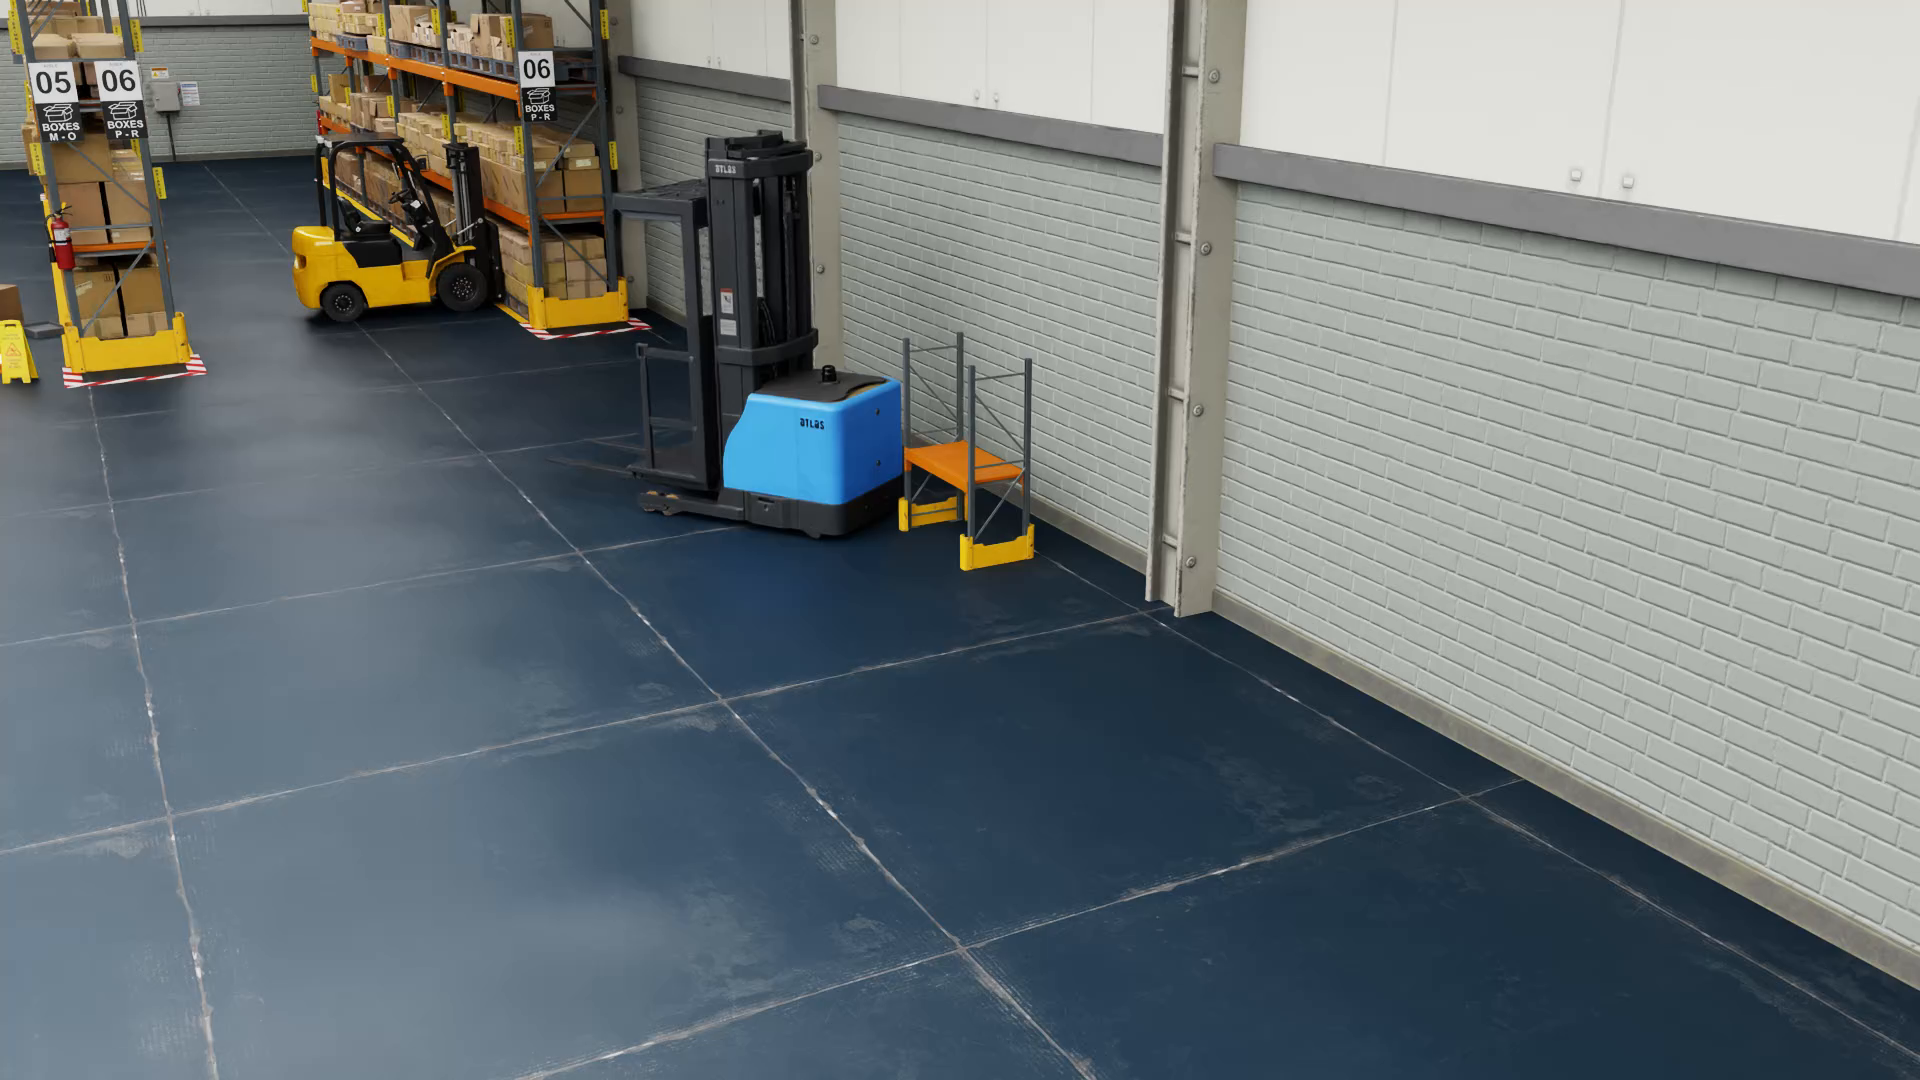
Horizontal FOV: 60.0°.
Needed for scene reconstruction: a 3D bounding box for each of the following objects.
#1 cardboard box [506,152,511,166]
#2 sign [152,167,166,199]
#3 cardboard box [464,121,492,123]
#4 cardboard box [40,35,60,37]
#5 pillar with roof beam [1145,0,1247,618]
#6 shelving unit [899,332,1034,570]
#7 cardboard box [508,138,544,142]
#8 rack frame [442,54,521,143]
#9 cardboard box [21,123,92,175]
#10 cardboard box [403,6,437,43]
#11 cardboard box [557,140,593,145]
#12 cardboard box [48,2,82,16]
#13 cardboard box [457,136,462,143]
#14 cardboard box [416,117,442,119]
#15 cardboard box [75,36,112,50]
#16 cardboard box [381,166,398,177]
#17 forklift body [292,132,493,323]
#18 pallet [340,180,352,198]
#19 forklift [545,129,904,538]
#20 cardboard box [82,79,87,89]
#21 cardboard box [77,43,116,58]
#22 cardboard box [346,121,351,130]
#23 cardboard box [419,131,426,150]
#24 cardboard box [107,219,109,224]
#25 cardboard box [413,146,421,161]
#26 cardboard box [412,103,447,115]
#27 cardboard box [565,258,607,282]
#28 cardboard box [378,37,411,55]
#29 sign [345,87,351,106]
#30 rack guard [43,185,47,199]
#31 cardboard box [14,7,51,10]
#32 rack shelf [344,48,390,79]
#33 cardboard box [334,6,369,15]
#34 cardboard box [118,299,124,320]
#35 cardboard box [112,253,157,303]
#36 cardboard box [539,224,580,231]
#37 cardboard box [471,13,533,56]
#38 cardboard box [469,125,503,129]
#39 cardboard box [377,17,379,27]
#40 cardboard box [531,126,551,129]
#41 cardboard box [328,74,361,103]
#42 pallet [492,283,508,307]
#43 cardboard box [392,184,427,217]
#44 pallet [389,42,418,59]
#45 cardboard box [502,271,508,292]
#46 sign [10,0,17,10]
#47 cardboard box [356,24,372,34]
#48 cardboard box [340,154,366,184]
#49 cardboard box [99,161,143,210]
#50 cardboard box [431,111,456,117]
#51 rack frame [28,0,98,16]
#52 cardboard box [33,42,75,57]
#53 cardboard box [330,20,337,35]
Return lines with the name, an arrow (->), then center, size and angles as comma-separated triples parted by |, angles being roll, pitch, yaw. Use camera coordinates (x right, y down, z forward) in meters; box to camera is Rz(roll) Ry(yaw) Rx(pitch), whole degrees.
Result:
cardboard box -> -5.394, -4.720, 20.563 | 0.380, 0.149, 0.250 | -10, 21, -27
sign -> -8.548, -3.808, 17.740 | 0.100, 0.325, 0.005 | -10, 21, -27
cardboard box -> -7.095, -6.095, 24.548 | 0.380, 0.149, 0.250 | -10, 21, -27
cardboard box -> -10.796, -5.850, 19.552 | 0.380, 0.149, 0.250 | -11, 22, -28
pillar with roof beam -> -2.286, -3.148, 7.959 | 9.100, 9.000, 0.400 | -10, 21, -27
shelving unit -> 0.036, -0.687, 12.323 | 0.587, 1.500, 1.083 | -10, 21, -27
cardboard box -> -5.359, -4.869, 20.539 | 0.380, 0.149, 0.250 | -10, 21, -26
rack frame -> -6.558, -5.232, 23.197 | 1.000, 3.000, 0.127 | -10, 21, -27
cardboard box -> -10.026, -4.365, 18.539 | 0.700, 0.500, 0.500 | -10, 22, -27
cardboard box -> -7.845, -7.554, 24.375 | 0.500, 0.500, 0.500 | -9, 21, -25
cardboard box -> -4.701, -4.794, 20.323 | 0.380, 0.149, 0.250 | -9, 21, -25
cardboard box -> -14.818, -8.671, 27.614 | 0.500, 0.500, 0.500 | -10, 21, -26
cardboard box -> -6.638, -5.454, 22.691 | 0.380, 0.149, 0.250 | -10, 22, -28
cardboard box -> -8.012, -6.311, 25.174 | 0.380, 0.149, 0.250 | -10, 21, -26
cardboard box -> -10.074, -5.785, 19.362 | 0.380, 0.149, 0.250 | -10, 22, -28
cardboard box -> -9.745, -6.343, 28.609 | 0.380, 0.149, 0.250 | -9, 21, -25
forklift body -> -7.164, -3.945, 20.766 | 2.313, 2.155, 1.214 | -10, 21, -27
pallet -> -11.265, -6.759, 31.895 | 1.003, 0.211, 1.213 | -10, 21, -27
forklift -> -1.988, -1.720, 13.122 | 3.031, 2.935, 1.130 | 10, 21, 26
cardboard box -> -9.856, -5.260, 19.063 | 0.380, 0.149, 0.250 | -10, 22, -27
cardboard box -> -9.148, -5.194, 17.649 | 0.380, 0.149, 0.250 | -10, 21, -27
cardboard box -> -11.018, -7.605, 30.457 | 0.380, 0.149, 0.250 | -9, 21, -25
cardboard box -> -7.727, -5.941, 24.714 | 0.500, 0.250, 0.500 | -10, 21, -26
cardboard box -> -9.602, -3.700, 19.140 | 0.380, 0.149, 0.250 | -9, 21, -25
cardboard box -> -7.976, -5.853, 25.224 | 0.500, 0.250, 0.500 | -11, 22, -28
cardboard box -> -8.564, -6.799, 26.938 | 0.500, 0.500, 0.500 | -9, 21, -24
cardboard box -> -4.699, -3.386, 20.652 | 0.500, 0.250, 0.500 | -10, 21, -26
cardboard box -> -8.915, -7.838, 26.378 | 0.500, 0.250, 0.500 | -11, 22, -28
sign -> -10.831, -7.852, 29.461 | 0.100, 0.325, 0.005 | -10, 21, -27
rack guard -> -16.634, -6.733, 31.376 | 1.175, 0.500, 0.348 | -10, 21, -27
cardboard box -> -14.560, -8.125, 26.183 | 0.500, 0.500, 0.500 | -10, 22, -28
rack shelf -> -9.407, -8.033, 27.816 | 1.077, 0.370, 4.000 | -10, 21, -27
cardboard box -> -10.808, -9.361, 29.569 | 0.500, 0.250, 0.500 | -10, 21, -27
cardboard box -> -9.671, -2.790, 19.689 | 0.500, 0.250, 0.500 | -8, 21, -23
cardboard box -> -9.429, -2.998, 19.143 | 0.500, 0.500, 0.500 | -11, 22, -29
cardboard box -> -5.189, -3.911, 21.406 | 0.500, 0.250, 0.500 | -10, 21, -27
cardboard box -> -5.726, -6.369, 20.938 | 0.797, 0.503, 0.637 | -9, 21, -25
cardboard box -> -6.335, -5.457, 22.243 | 0.380, 0.149, 0.250 | -10, 22, -28
cardboard box -> -9.084, -8.270, 26.564 | 0.380, 0.149, 0.250 | -11, 22, -28
cardboard box -> -5.641, -5.390, 22.050 | 0.380, 0.149, 0.250 | -10, 22, -28
cardboard box -> -11.565, -8.499, 31.287 | 0.500, 0.500, 0.500 | -9, 21, -25
pallet -> -5.634, -3.329, 21.955 | 1.003, 0.211, 1.213 | -10, 21, -27
cardboard box -> -9.076, -5.631, 27.540 | 0.500, 0.500, 0.500 | -10, 22, -27
pallet -> -8.056, -7.528, 25.541 | 1.213, 0.211, 1.003 | -9, 21, -24
cardboard box -> -5.617, -3.358, 21.336 | 0.500, 0.250, 0.500 | -10, 21, -26
sign -> -17.114, -9.692, 30.060 | 0.100, 0.325, 0.005 | -10, 21, -27
cardboard box -> -9.812, -8.489, 27.625 | 0.380, 0.149, 0.250 | -9, 21, -25
cardboard box -> -11.514, -7.085, 31.754 | 0.500, 0.500, 0.500 | -10, 21, -26
cardboard box -> -9.746, -4.120, 19.364 | 0.500, 0.500, 0.500 | -10, 22, -28
cardboard box -> -8.125, -6.673, 26.222 | 0.380, 0.149, 0.250 | -9, 21, -25
rack frame -> -12.824, -8.447, 23.315 | 1.000, 3.000, 0.127 | -10, 21, -27
cardboard box -> -9.747, -5.273, 17.878 | 0.380, 0.149, 0.250 | -10, 21, -26
cardboard box -> -11.062, -9.264, 30.055 | 0.500, 0.250, 0.500 | -11, 22, -28
